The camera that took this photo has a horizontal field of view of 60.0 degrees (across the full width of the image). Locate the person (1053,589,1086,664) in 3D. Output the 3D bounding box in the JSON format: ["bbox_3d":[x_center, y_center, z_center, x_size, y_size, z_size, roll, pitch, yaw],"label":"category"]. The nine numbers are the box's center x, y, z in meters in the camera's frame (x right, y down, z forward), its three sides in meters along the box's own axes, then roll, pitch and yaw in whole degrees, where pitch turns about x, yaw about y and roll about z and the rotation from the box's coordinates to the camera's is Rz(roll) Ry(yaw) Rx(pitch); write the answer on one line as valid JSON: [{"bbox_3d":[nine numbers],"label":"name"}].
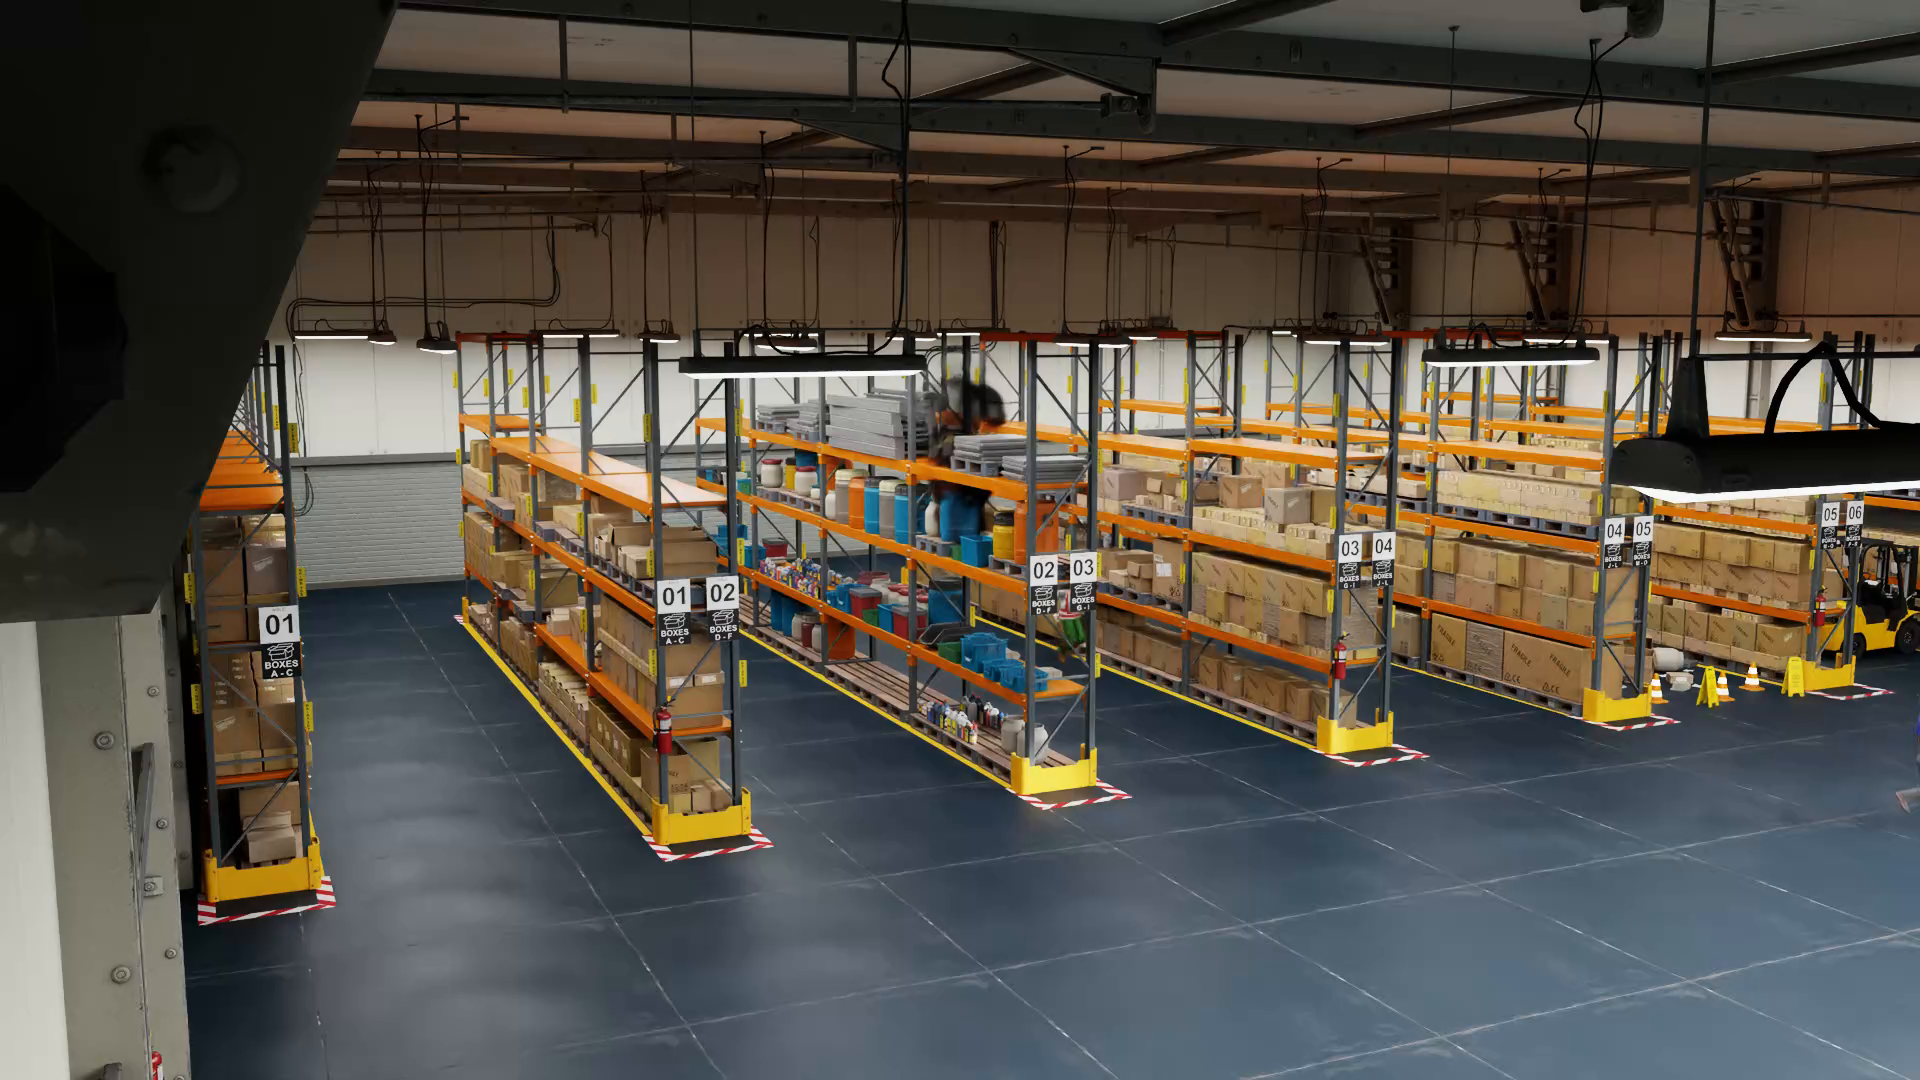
[{"bbox_3d":[1.989,1.386,29.580,0.665,1.702,0.574,-5,9,-35],"label":"person"}]

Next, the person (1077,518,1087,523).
[{"bbox_3d":[2.802,0.330,38.565,0.607,1.683,0.733,-3,8,-21],"label":"person"}]

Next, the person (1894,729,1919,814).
[{"bbox_3d":[12.020,2.778,20.603,0.686,1.632,0.577,2,8,12],"label":"person"}]

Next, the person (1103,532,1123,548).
[{"bbox_3d":[3.854,-0.215,41.785,0.922,1.793,0.665,-4,9,-28],"label":"person"}]
